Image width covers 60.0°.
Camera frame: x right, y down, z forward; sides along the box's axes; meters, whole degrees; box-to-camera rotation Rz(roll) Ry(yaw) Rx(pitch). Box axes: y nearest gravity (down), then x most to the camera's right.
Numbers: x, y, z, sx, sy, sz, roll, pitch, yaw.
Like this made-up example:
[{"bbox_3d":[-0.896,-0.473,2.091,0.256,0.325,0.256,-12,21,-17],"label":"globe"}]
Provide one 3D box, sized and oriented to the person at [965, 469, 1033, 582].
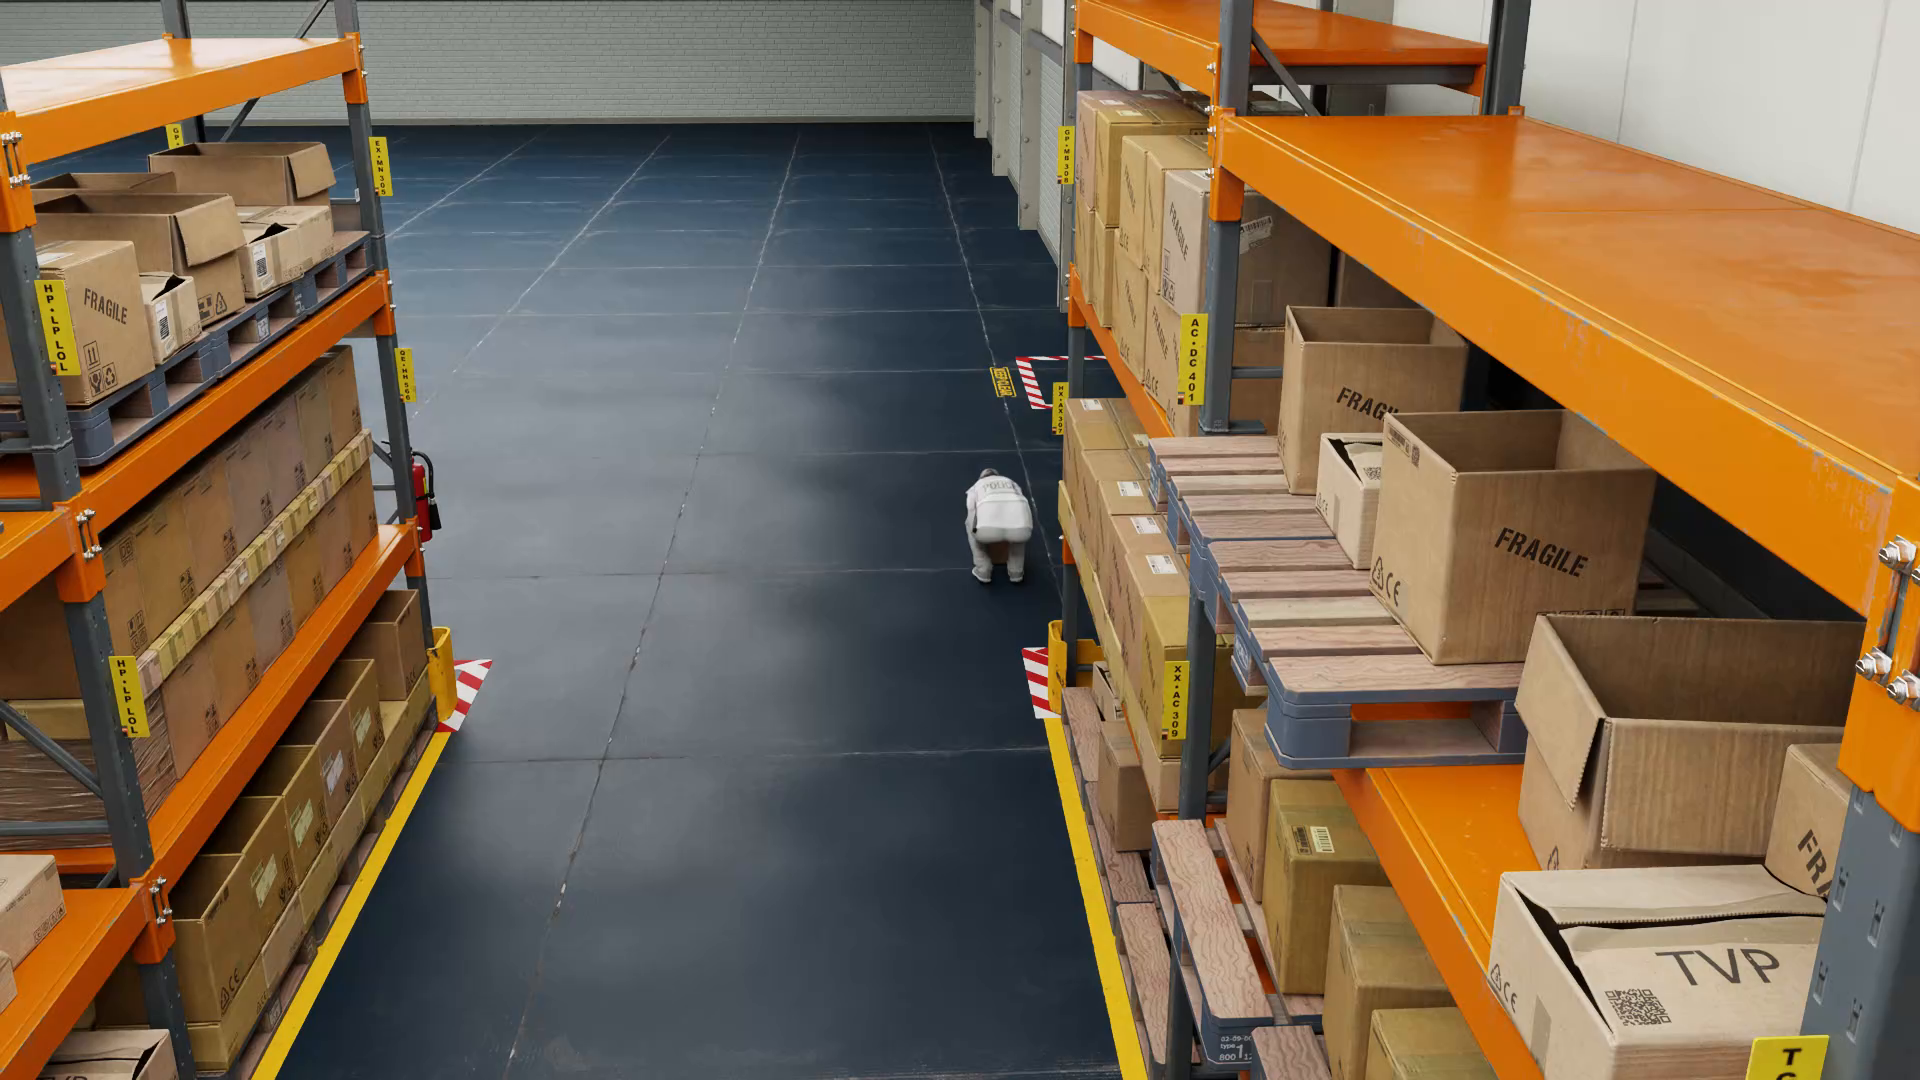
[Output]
[{"bbox_3d":[0.288,-0.087,12.656,0.488,0.752,0.931,-2,21,-4],"label":"person"}]
